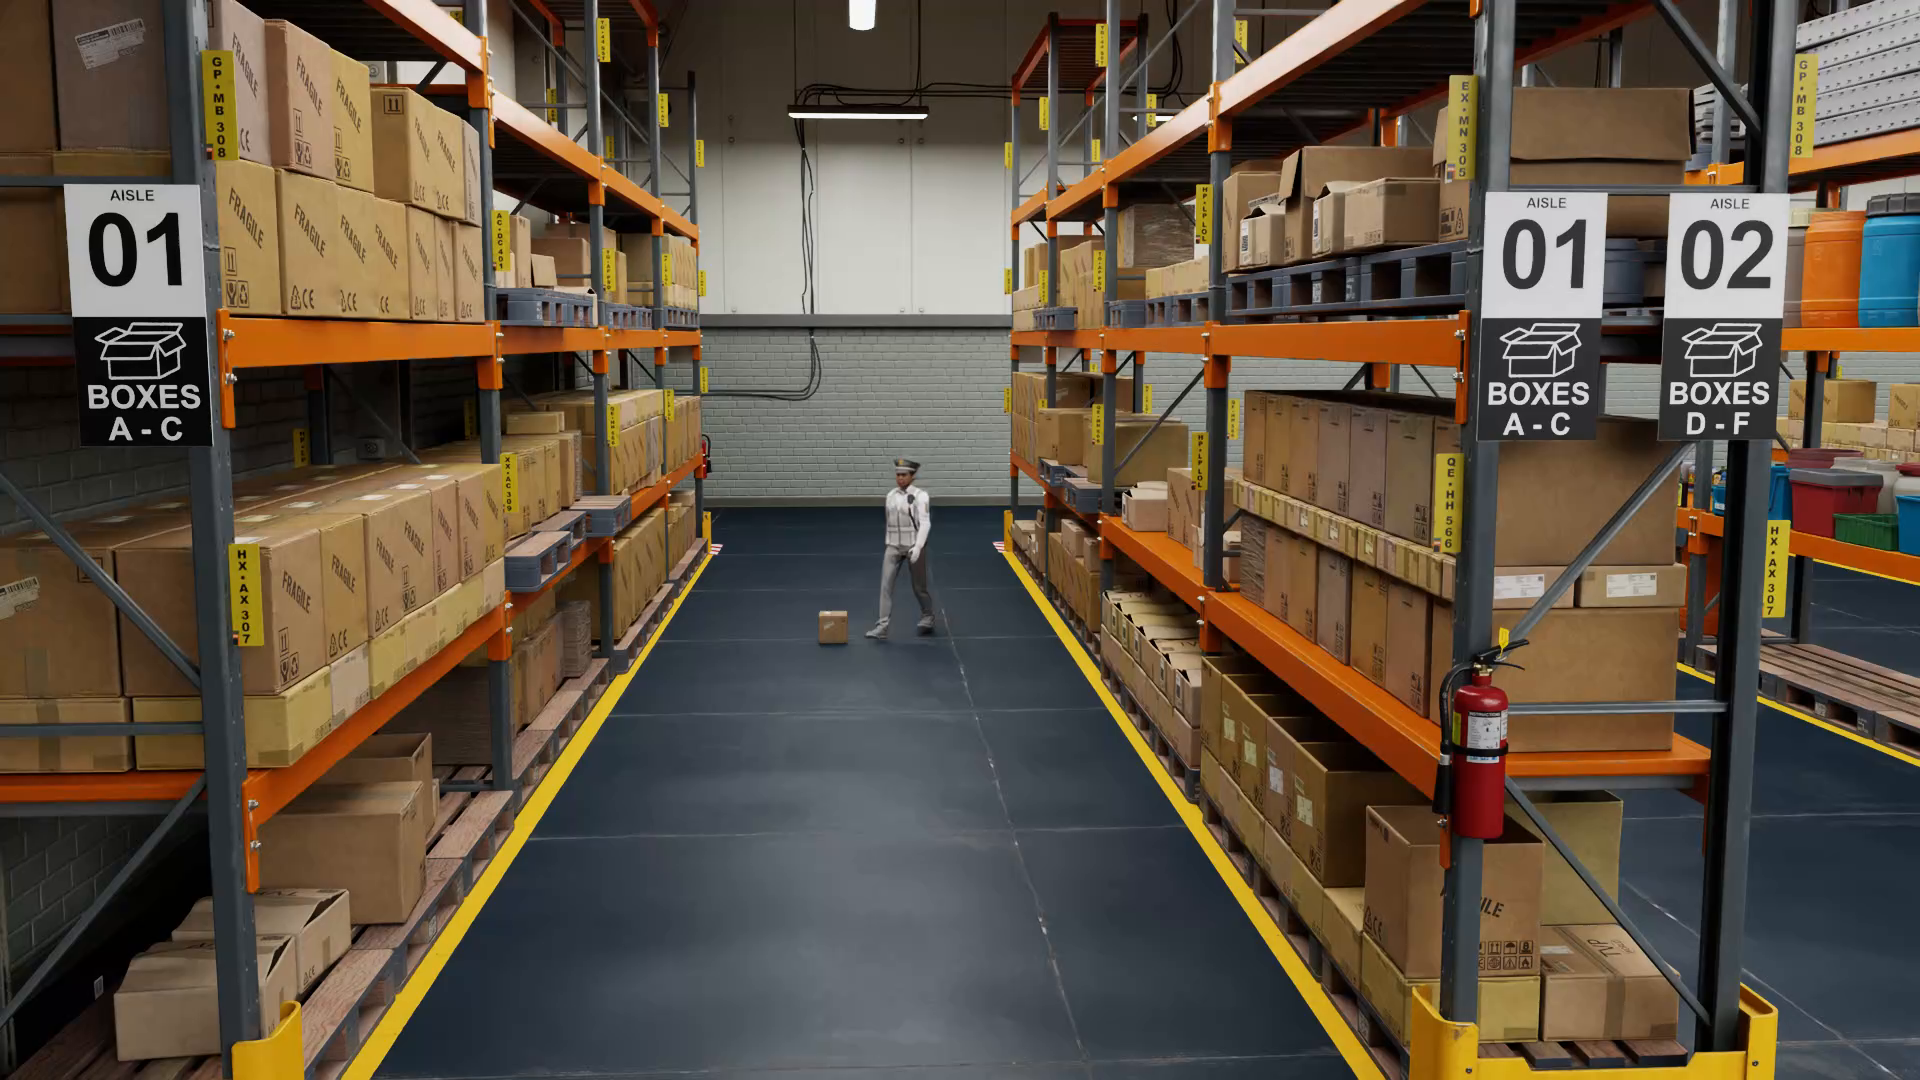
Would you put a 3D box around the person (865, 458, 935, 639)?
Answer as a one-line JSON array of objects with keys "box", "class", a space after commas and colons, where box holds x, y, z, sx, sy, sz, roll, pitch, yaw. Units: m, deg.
[{"box": [-0.508, 0.069, 15.161, 0.496, 1.625, 0.984, 3, 7, 20], "class": "person"}]
